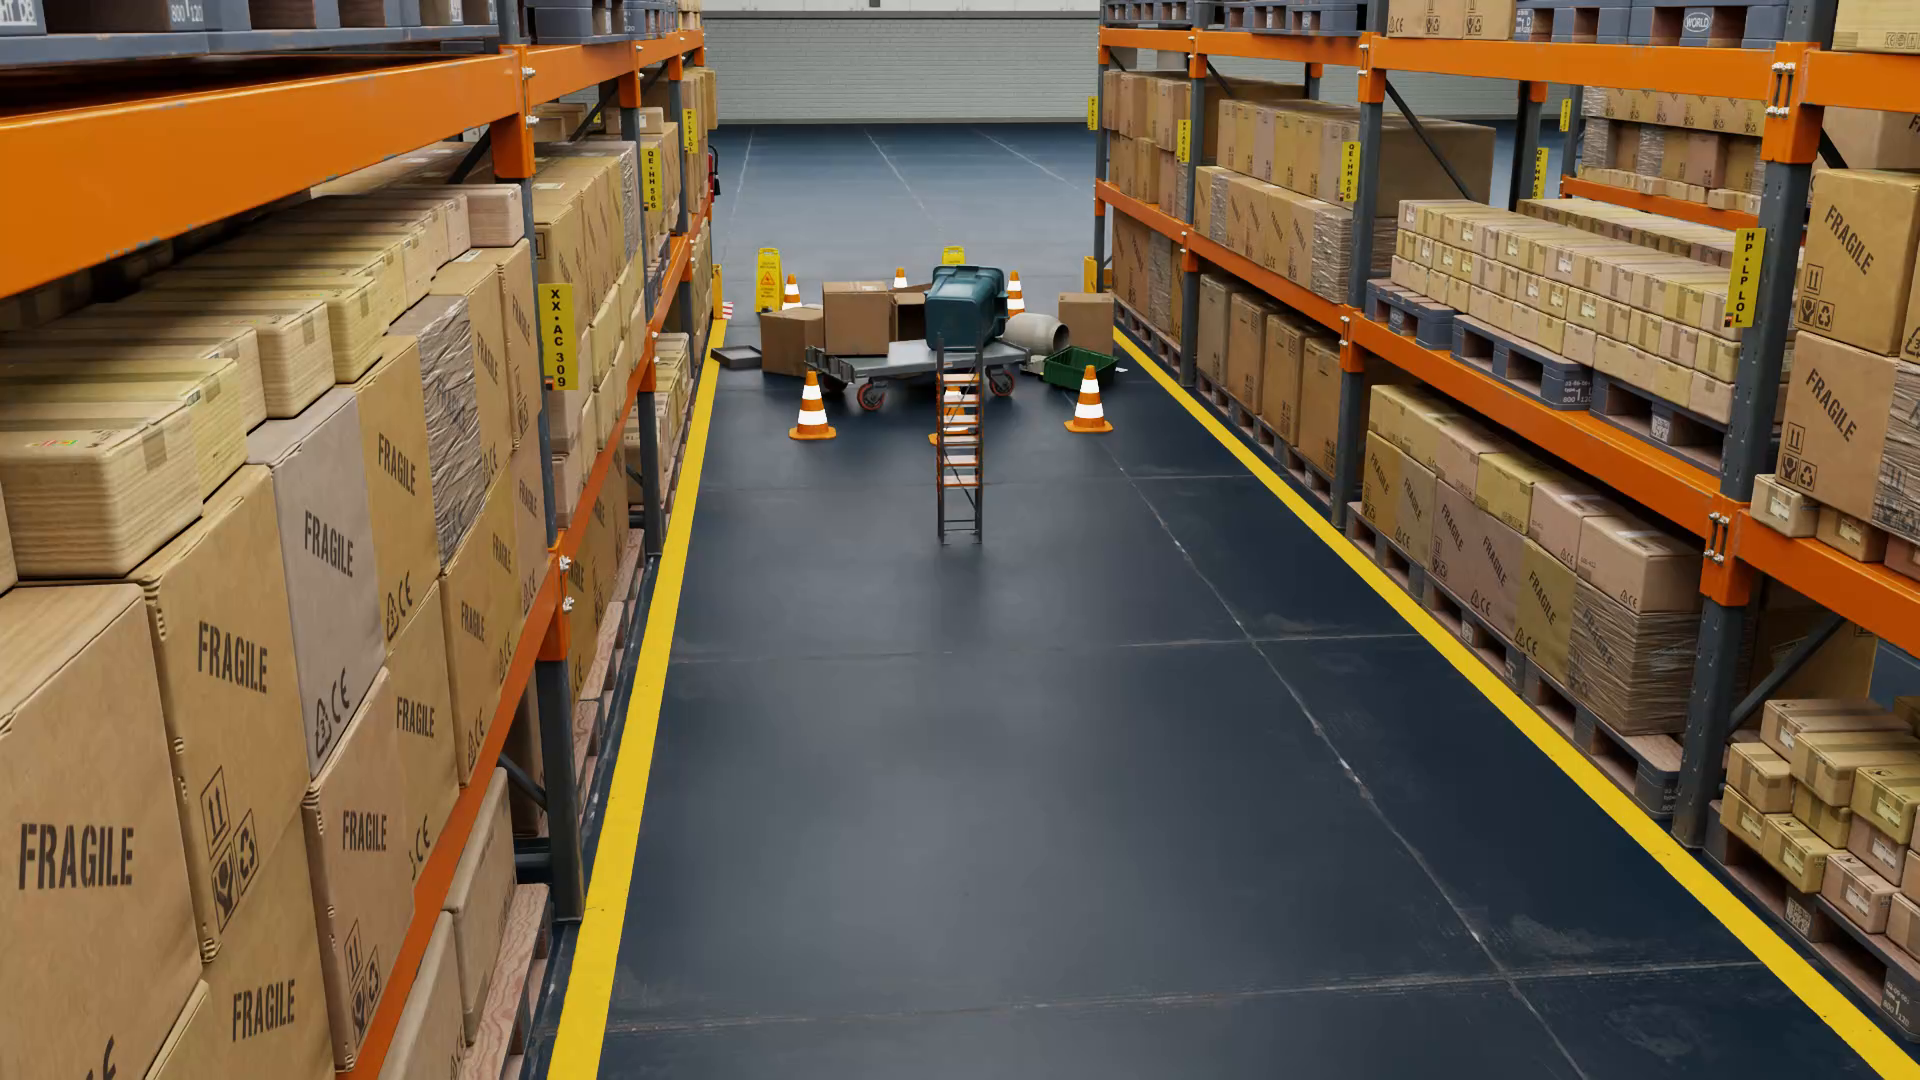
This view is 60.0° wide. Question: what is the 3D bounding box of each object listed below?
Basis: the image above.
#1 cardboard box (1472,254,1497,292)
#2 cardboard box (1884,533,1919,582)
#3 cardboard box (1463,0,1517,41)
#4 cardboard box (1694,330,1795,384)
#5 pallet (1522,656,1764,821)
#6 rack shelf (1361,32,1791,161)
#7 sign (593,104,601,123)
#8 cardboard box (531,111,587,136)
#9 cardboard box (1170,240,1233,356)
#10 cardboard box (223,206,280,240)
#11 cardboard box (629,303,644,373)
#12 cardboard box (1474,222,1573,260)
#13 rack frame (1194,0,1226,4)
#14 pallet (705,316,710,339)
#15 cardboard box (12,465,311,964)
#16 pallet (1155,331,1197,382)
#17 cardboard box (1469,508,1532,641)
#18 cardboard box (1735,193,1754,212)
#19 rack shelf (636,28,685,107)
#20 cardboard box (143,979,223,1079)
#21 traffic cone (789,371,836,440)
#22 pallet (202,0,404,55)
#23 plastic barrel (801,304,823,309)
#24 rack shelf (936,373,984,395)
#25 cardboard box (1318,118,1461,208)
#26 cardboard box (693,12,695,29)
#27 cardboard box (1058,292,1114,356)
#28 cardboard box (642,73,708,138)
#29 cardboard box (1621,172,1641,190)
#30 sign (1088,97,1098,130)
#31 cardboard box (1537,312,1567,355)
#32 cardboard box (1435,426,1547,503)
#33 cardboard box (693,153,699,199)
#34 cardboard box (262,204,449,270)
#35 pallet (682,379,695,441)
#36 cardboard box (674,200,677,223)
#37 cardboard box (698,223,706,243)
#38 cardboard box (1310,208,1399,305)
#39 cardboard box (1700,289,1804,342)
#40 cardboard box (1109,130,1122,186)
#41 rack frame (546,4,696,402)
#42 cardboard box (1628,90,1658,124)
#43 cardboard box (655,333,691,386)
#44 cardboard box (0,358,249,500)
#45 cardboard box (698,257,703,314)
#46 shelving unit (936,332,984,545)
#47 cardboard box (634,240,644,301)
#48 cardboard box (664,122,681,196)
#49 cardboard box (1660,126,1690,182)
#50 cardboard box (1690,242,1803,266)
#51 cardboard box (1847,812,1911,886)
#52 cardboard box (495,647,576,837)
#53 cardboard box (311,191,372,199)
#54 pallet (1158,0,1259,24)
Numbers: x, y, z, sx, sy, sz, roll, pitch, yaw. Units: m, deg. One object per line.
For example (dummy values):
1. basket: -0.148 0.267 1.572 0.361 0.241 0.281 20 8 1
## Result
1. cardboard box: 2.691 -1.285 7.982 0.380 0.149 0.250 -2 18 -6
2. cardboard box: 3.026 0.037 4.972 0.380 0.149 0.250 -3 18 -8
3. cardboard box: 2.639 -2.525 7.537 0.500 0.500 0.500 -2 18 -6
4. cardboard box: 2.904 -0.665 6.009 0.380 0.149 0.250 -1 17 -4
5. pallet: 3.060 0.768 6.877 1.003 0.211 1.213 -2 18 -6
6. rack shelf: 2.935 -2.014 7.277 1.077 0.370 4.000 -2 18 -6
7. sign: -3.549 -4.119 16.343 0.100 0.325 0.005 -2 18 -6
8. cardboard box: -2.685 -2.759 11.008 0.380 0.149 0.250 -1 17 -3
9. cardboard box: 2.321 -2.090 14.172 0.875 0.875 0.875 -2 17 -5
10. cardboard box: -1.886 -0.729 4.071 0.380 0.149 0.250 -2 18 -6
11. cardboard box: -1.805 -0.973 8.019 0.500 0.250 0.500 -1 17 -5
12. cardboard box: 2.692 -1.430 7.949 0.380 0.149 0.250 -1 17 -3
13. rack frame: 2.317 -5.576 12.414 1.000 3.000 0.127 -2 18 -6
14. pallet: -2.953 -2.126 16.097 1.003 0.211 1.213 -2 18 -6
15. cardboard box: -1.185 0.214 2.150 0.500 0.500 0.500 -2 18 -7
16. pallet: 2.316 -1.612 14.460 1.003 0.211 1.213 -2 18 -6
17. cardboard box: 2.714 0.144 7.684 0.500 0.500 0.500 -2 18 -7
18. cardboard box: 6.964 -2.923 14.399 0.380 0.149 0.250 -2 18 -6
19. rack shelf: -2.390 -3.023 10.490 1.077 0.370 4.000 -2 18 -6
20. cardboard box: -1.123 0.845 1.811 0.500 0.500 0.500 -2 18 -6
21. traffic cone: -1.076 -0.994 12.071 0.336 0.463 0.334 -2 18 -6
22. pallet: -1.575 -0.929 2.769 1.003 0.211 1.213 -2 18 -6
23. plastic barrel: -1.290 -1.925 15.101 0.512 0.421 0.421 11 21 32
24. rack shelf: -0.002 -0.878 9.417 0.258 0.103 0.180 -2 18 -6
25. cardboard box: 2.639 -2.331 10.259 0.700 0.500 0.500 -2 18 -6
26. cardboard box: -2.642 -4.783 15.315 0.380 0.149 0.250 -1 17 -4
27. cardboard box: 1.136 -1.953 15.059 0.500 0.500 0.500 1 17 4
28. cardboard box: -2.482 -3.638 13.925 0.700 0.500 0.500 -2 18 -7
29. cardboard box: 6.723 -3.518 16.294 0.380 0.149 0.250 -2 18 -6
30. sign: 1.351 -4.341 16.918 0.100 0.325 0.005 -2 18 -6
31. cardboard box: 2.766 -0.911 7.289 0.380 0.149 0.250 -1 17 -3
32. cardboard box: 2.650 -0.376 8.086 0.500 0.250 0.500 -2 18 -5
33. cardboard box: -2.479 -3.159 14.067 0.500 0.500 0.500 -2 18 -6
34. cardboard box: -1.488 -0.743 4.117 0.380 0.149 0.250 -2 18 -6
35. pallet: -2.515 -0.968 12.409 1.003 0.211 1.213 -2 18 -6
36. cardboard box: -2.197 -2.311 11.750 0.380 0.149 0.250 -2 18 -7
37. cardboard box: -2.514 -2.787 15.100 0.380 0.149 0.250 -1 17 -3
38. cardboard box: 2.416 -1.695 9.903 0.500 0.500 0.500 -2 18 -6
39. cardboard box: 2.906 -0.808 5.968 0.380 0.149 0.250 -1 17 -3
40. cardboard box: 1.987 -3.868 16.739 0.875 0.550 0.550 -2 18 -6
41. rack frame: -2.597 -2.531 12.730 1.000 3.000 0.127 -2 18 -6
42. cardboard box: 6.731 -4.225 15.793 0.500 0.500 0.500 -2 18 -6
43. cardboard box: -2.540 -1.321 12.563 0.950 0.372 0.625 -2 17 -5
44. cardboard box: -1.176 -0.139 2.192 0.380 0.149 0.250 -2 18 -7
45. cardboard box: -2.456 -2.120 14.060 0.500 0.500 0.500 -1 17 -3
46. shelving unit: -0.002 -0.577 9.511 0.258 1.200 0.189 -2 18 -6
47. cardboard box: -1.881 -1.369 8.447 0.500 0.250 0.500 -2 18 -6
48. cardboard box: -2.321 -2.790 12.192 0.500 0.500 0.500 -2 18 -7
49. cardboard box: 7.097 -3.608 15.500 0.875 0.500 0.500 -2 18 -6
50. cardboard box: 3.424 -1.211 7.252 0.380 0.149 0.250 -1 17 -4
51. cardboard box: 3.037 0.950 5.206 0.380 0.149 0.250 -2 18 -6
52. cardboard box: -1.915 0.484 5.974 0.875 0.875 0.875 -1 17 -4
53. cardboard box: -2.128 -0.951 5.863 0.500 0.500 0.500 -1 17 -5
54. pallet: 2.243 -4.346 13.654 1.003 0.211 1.213 -2 18 -6
